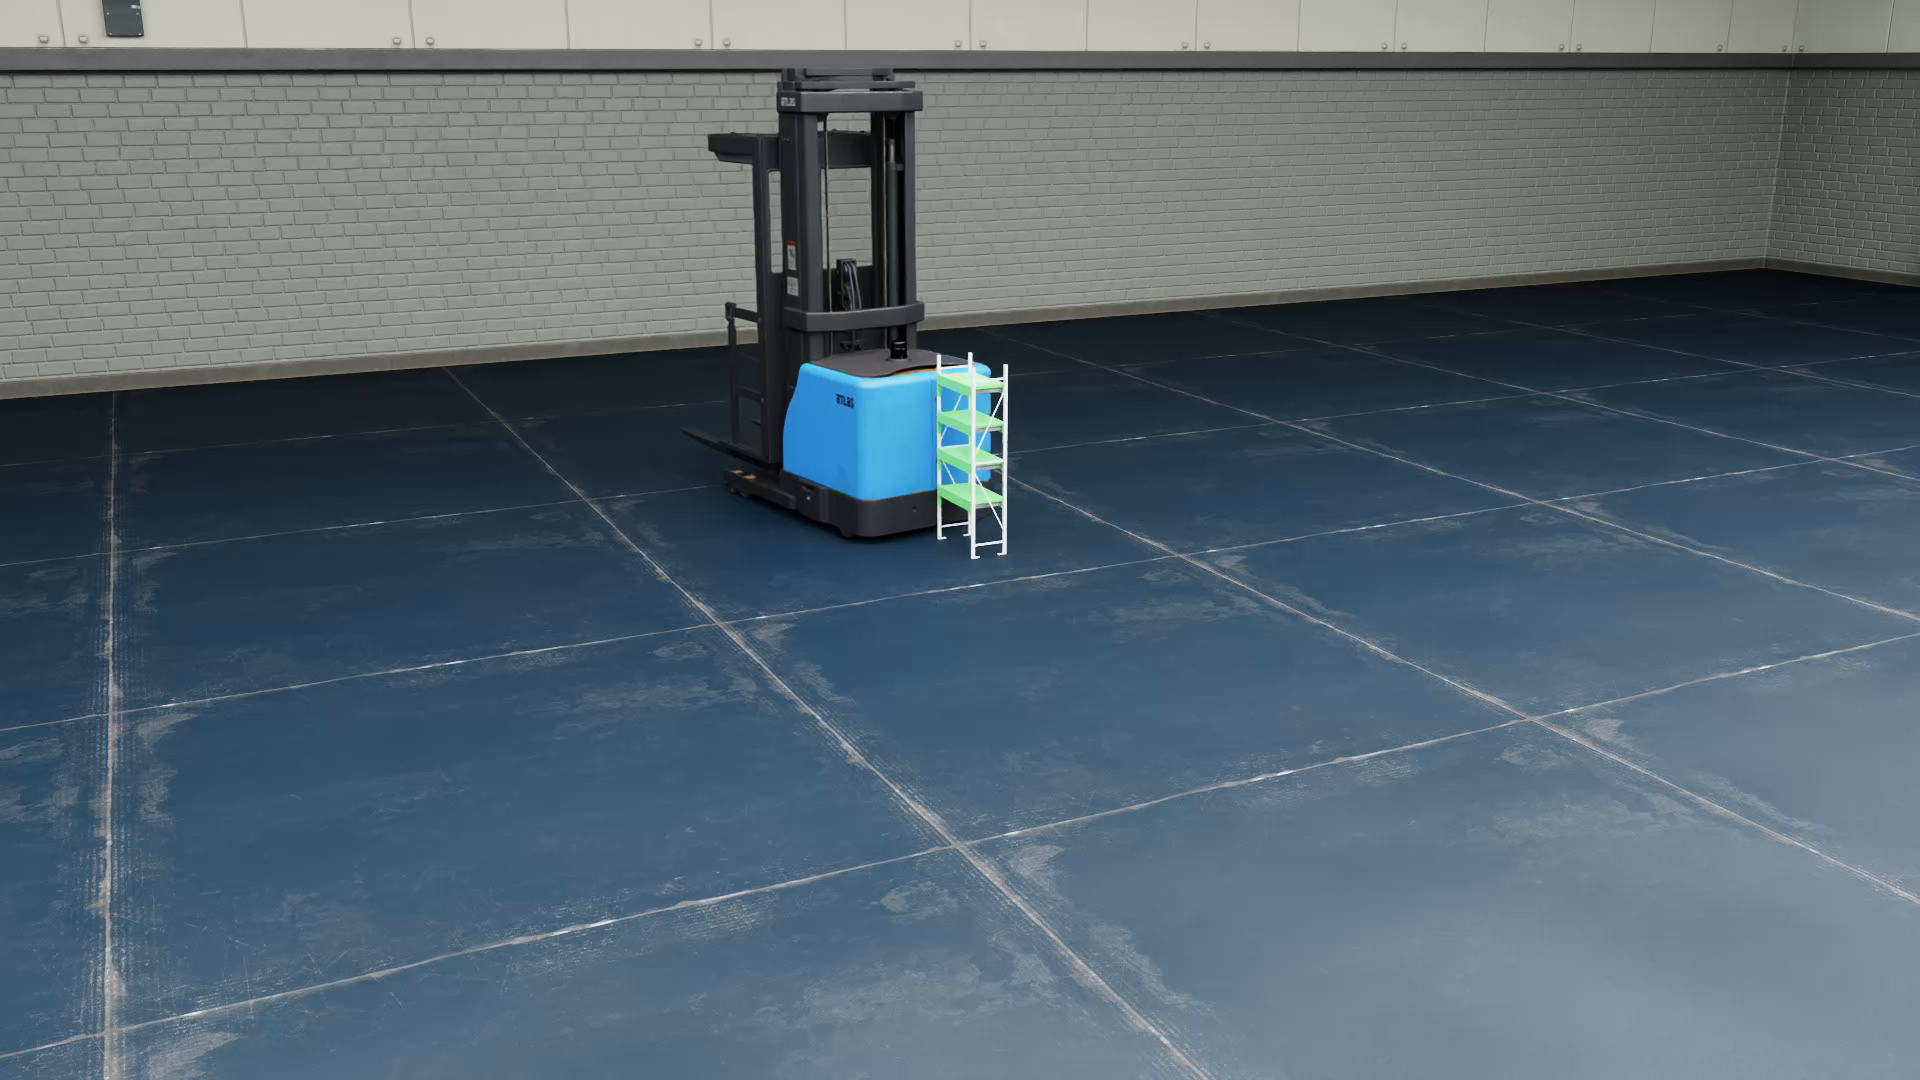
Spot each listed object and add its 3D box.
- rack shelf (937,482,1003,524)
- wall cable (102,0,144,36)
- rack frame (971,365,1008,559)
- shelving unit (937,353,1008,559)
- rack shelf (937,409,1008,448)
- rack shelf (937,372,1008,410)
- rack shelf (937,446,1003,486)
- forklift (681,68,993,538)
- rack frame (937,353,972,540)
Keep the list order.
[{"bbox_3d":[0.073,-0.244,10.526,0.258,0.148,0.480,-8,18,-25],"label":"rack shelf"},{"bbox_3d":[-6.591,-7.532,14.519,2.305,6.003,0.169,-8,18,-25],"label":"wall cable"},{"bbox_3d":[0.179,-0.475,10.231,0.240,1.200,0.015,-8,18,-25],"label":"rack frame"},{"bbox_3d":[0.073,-0.536,10.442,0.258,1.200,0.503,-8,18,-25],"label":"shelving unit"},{"bbox_3d":[0.073,-0.705,10.394,0.258,0.148,0.480,-8,18,-25],"label":"rack shelf"},{"bbox_3d":[0.073,-0.936,10.327,0.258,0.148,0.480,-8,18,-25],"label":"rack shelf"},{"bbox_3d":[0.073,-0.474,10.460,0.258,0.148,0.480,-8,18,-25],"label":"rack shelf"},{"bbox_3d":[-1.038,-1.771,11.608,1.130,2.935,3.031,-11,19,-33],"label":"forklift"},{"bbox_3d":[-0.034,-0.596,10.653,0.240,1.200,0.015,-8,18,-25],"label":"rack frame"}]
